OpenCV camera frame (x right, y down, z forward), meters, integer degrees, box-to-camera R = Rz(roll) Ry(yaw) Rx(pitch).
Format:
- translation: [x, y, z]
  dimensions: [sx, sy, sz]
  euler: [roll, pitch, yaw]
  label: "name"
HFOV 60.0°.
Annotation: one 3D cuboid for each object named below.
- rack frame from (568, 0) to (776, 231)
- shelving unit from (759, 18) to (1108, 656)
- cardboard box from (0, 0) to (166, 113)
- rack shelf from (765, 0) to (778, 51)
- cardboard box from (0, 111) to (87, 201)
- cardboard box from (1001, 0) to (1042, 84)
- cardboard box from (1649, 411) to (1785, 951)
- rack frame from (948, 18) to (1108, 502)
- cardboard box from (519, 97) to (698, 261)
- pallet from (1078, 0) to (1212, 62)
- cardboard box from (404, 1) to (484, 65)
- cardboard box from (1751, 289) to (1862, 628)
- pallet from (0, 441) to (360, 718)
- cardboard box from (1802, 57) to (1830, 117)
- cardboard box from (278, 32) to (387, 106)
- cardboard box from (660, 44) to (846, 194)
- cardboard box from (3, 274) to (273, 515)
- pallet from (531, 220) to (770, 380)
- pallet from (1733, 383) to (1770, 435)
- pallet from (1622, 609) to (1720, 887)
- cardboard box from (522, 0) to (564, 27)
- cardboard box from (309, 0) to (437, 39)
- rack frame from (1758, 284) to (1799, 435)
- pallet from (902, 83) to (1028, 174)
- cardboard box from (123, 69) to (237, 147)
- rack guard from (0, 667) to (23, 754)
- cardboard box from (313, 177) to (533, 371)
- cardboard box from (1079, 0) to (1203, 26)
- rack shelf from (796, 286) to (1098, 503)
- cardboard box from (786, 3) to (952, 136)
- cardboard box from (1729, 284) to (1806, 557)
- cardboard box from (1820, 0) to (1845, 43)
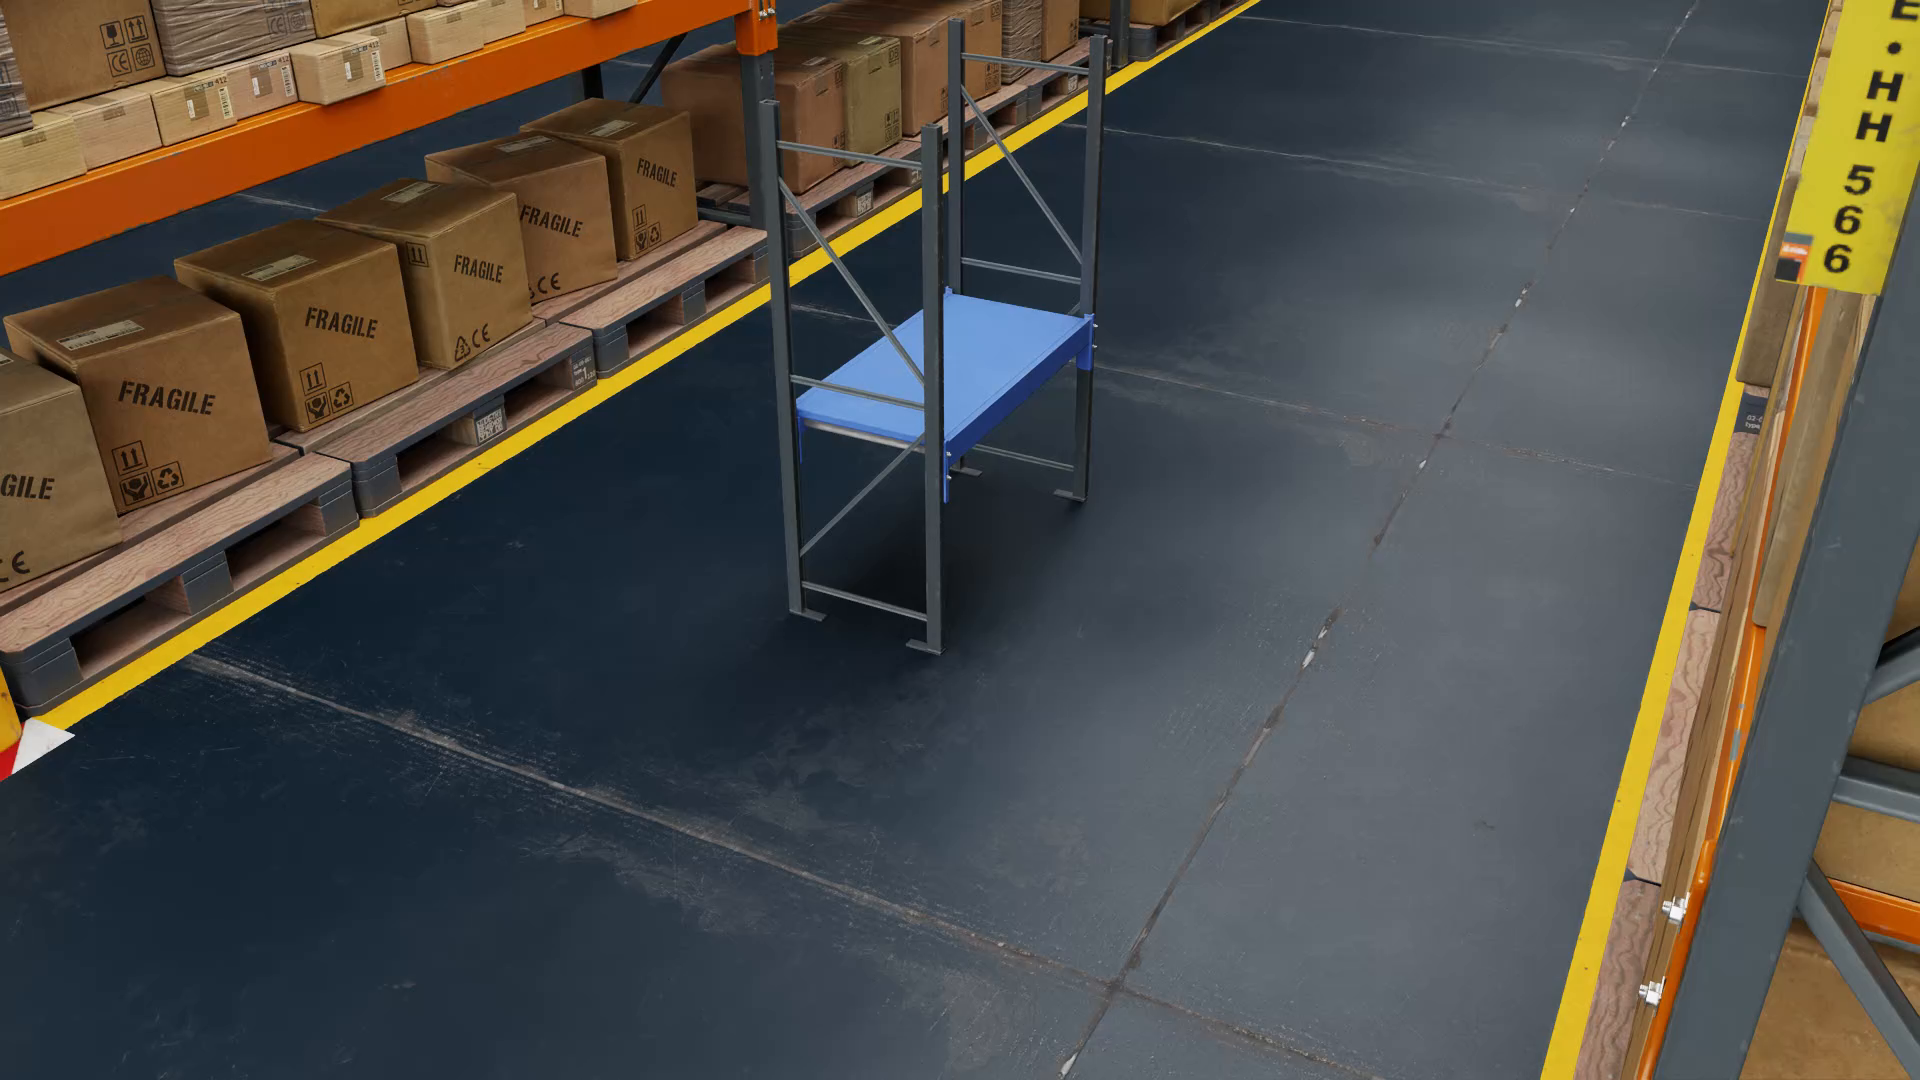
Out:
- translation: [-1.243, -2.590, 6.748]
  dimensions: [1.000, 3.000, 0.127]
  euler: [14, 33, 23]
  label: "rack frame"
- translation: [-0.039, -0.613, 4.811]
  dimensions: [0.538, 1.500, 1.048]
  euler: [14, 33, 23]
  label: "shelving unit"
- translation: [-2.669, -1.476, 4.408]
  dimensions: [0.875, 0.500, 0.500]
  euler: [14, 33, 23]
  label: "cardboard box"
- translation: [-0.332, -3.165, 8.471]
  dimensions: [1.077, 0.370, 4.000]
  euler: [14, 33, 23]
  label: "rack shelf"
- translation: [-2.465, -0.994, 4.221]
  dimensions: [0.380, 0.149, 0.250]
  euler: [14, 33, 23]
  label: "cardboard box"
- translation: [0.050, -2.920, 9.391]
  dimensions: [0.700, 0.500, 0.500]
  euler: [12, 32, 19]
  label: "cardboard box"
- translation: [1.953, 0.386, 3.277]
  dimensions: [0.875, 0.875, 0.875]
  euler: [14, 33, 23]
  label: "cardboard box"
- translation: [0.193, -0.838, 5.203]
  dimensions: [0.500, 1.500, 0.032]
  euler: [14, 33, 23]
  label: "rack frame"
- translation: [-1.461, -1.520, 6.973]
  dimensions: [0.500, 0.500, 0.500]
  euler: [13, 32, 22]
  label: "cardboard box"
- translation: [1.005, -3.486, 11.109]
  dimensions: [1.003, 0.211, 1.213]
  euler: [14, 33, 23]
  label: "pallet"
- translation: [-1.776, -1.657, 5.376]
  dimensions: [0.380, 0.149, 0.250]
  euler: [14, 33, 23]
  label: "cardboard box"
- translation: [1.664, -0.135, 2.323]
  dimensions: [0.875, 0.550, 0.550]
  euler: [14, 33, 23]
  label: "cardboard box"
- translation: [-2.629, 0.007, 5.027]
  dimensions: [1.003, 0.211, 1.213]
  euler: [14, 33, 23]
  label: "pallet"
- translation: [3.772, -1.349, 6.424]
  dimensions: [1.050, 0.750, 0.750]
  euler: [14, 33, 23]
  label: "cardboard box"
- translation: [-1.953, -1.423, 4.968]
  dimensions: [0.380, 0.149, 0.250]
  euler: [14, 33, 23]
  label: "cardboard box"
- translation: [-0.944, -1.964, 7.727]
  dimensions: [0.700, 0.500, 0.500]
  euler: [12, 32, 20]
  label: "cardboard box"
- translation: [-2.524, -0.461, 5.129]
  dimensions: [0.500, 0.500, 0.500]
  euler: [24, 38, 36]
  label: "cardboard box"
- translation: [-1.518, -1.075, 6.910]
  dimensions: [1.003, 0.211, 1.213]
  euler: [14, 33, 23]
  label: "pallet"
- translation: [3.411, -0.570, 6.031]
  dimensions: [1.003, 0.211, 1.213]
  euler: [14, 33, 23]
  label: "pallet"
- translation: [2.156, 0.651, 3.904]
  dimensions: [1.003, 0.211, 1.213]
  euler: [14, 33, 23]
  label: "pallet"
- translation: [-1.615, -1.896, 5.792]
  dimensions: [0.380, 0.149, 0.250]
  euler: [14, 33, 23]
  label: "cardboard box"
- translation: [-2.165, -1.906, 5.159]
  dimensions: [0.875, 0.500, 0.500]
  euler: [14, 33, 23]
  label: "cardboard box"
- translation: [3.126, -1.420, 4.711]
  dimensions: [1.000, 3.000, 0.127]
  euler: [14, 33, 23]
  label: "rack frame"
- translation: [-0.335, -2.269, 8.989]
  dimensions: [1.003, 0.211, 1.213]
  euler: [14, 33, 23]
  label: "pallet"
- translation: [-2.249, -1.219, 4.613]
  dimensions: [0.380, 0.149, 0.250]
  euler: [14, 33, 23]
  label: "cardboard box"
- translation: [-3.031, 0.233, 4.341]
  dimensions: [1.175, 0.500, 0.348]
  euler: [14, 33, 23]
  label: "rack guard"
- translation: [-1.928, -0.971, 6.018]
  dimensions: [0.500, 0.500, 0.500]
  euler: [11, 32, 19]
  label: "cardboard box"
- translation: [0.912, -3.925, 10.785]
  dimensions: [1.225, 0.875, 0.875]
  euler: [13, 32, 21]
  label: "cardboard box"
- translation: [-0.039, -0.457, 4.900]
  dimensions: [0.538, 0.185, 1.000]
  euler: [14, 33, 23]
  label: "rack shelf"
- translation: [-0.456, -2.419, 8.519]
  dimensions: [0.700, 0.500, 0.500]
  euler: [11, 32, 19]
  label: "cardboard box"
- translation: [2.778, -0.418, 4.677]
  dimensions: [0.875, 0.875, 0.875]
  euler: [15, 33, 24]
  label: "cardboard box"
- translation: [4.591, -2.150, 7.820]
  dimensions: [1.050, 0.750, 0.750]
  euler: [14, 33, 23]
  label: "cardboard box"
